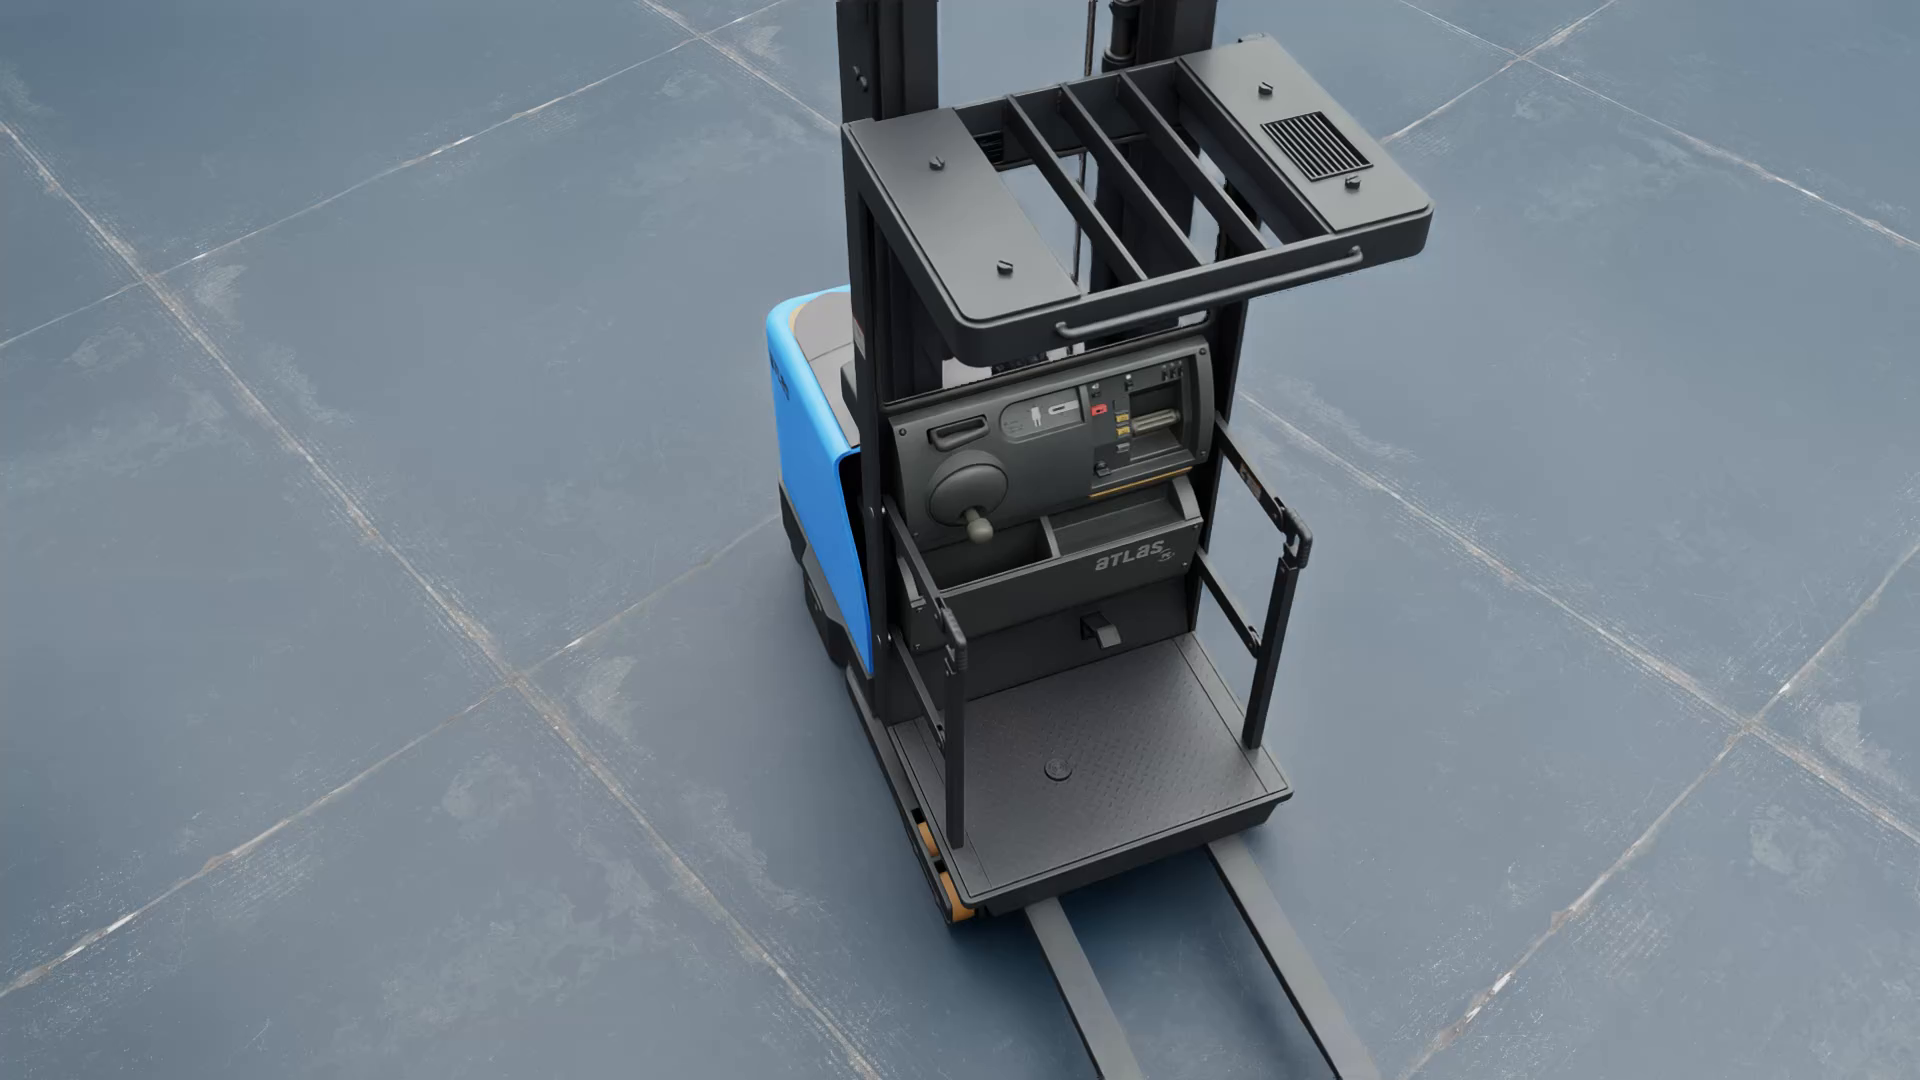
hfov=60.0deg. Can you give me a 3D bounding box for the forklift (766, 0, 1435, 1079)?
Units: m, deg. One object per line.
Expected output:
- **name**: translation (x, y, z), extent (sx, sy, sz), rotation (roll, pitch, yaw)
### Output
- **forklift**: translation (0.347, -0.170, 4.412), extent (1.130, 2.935, 3.031), rotation (-16, 49, -14)
